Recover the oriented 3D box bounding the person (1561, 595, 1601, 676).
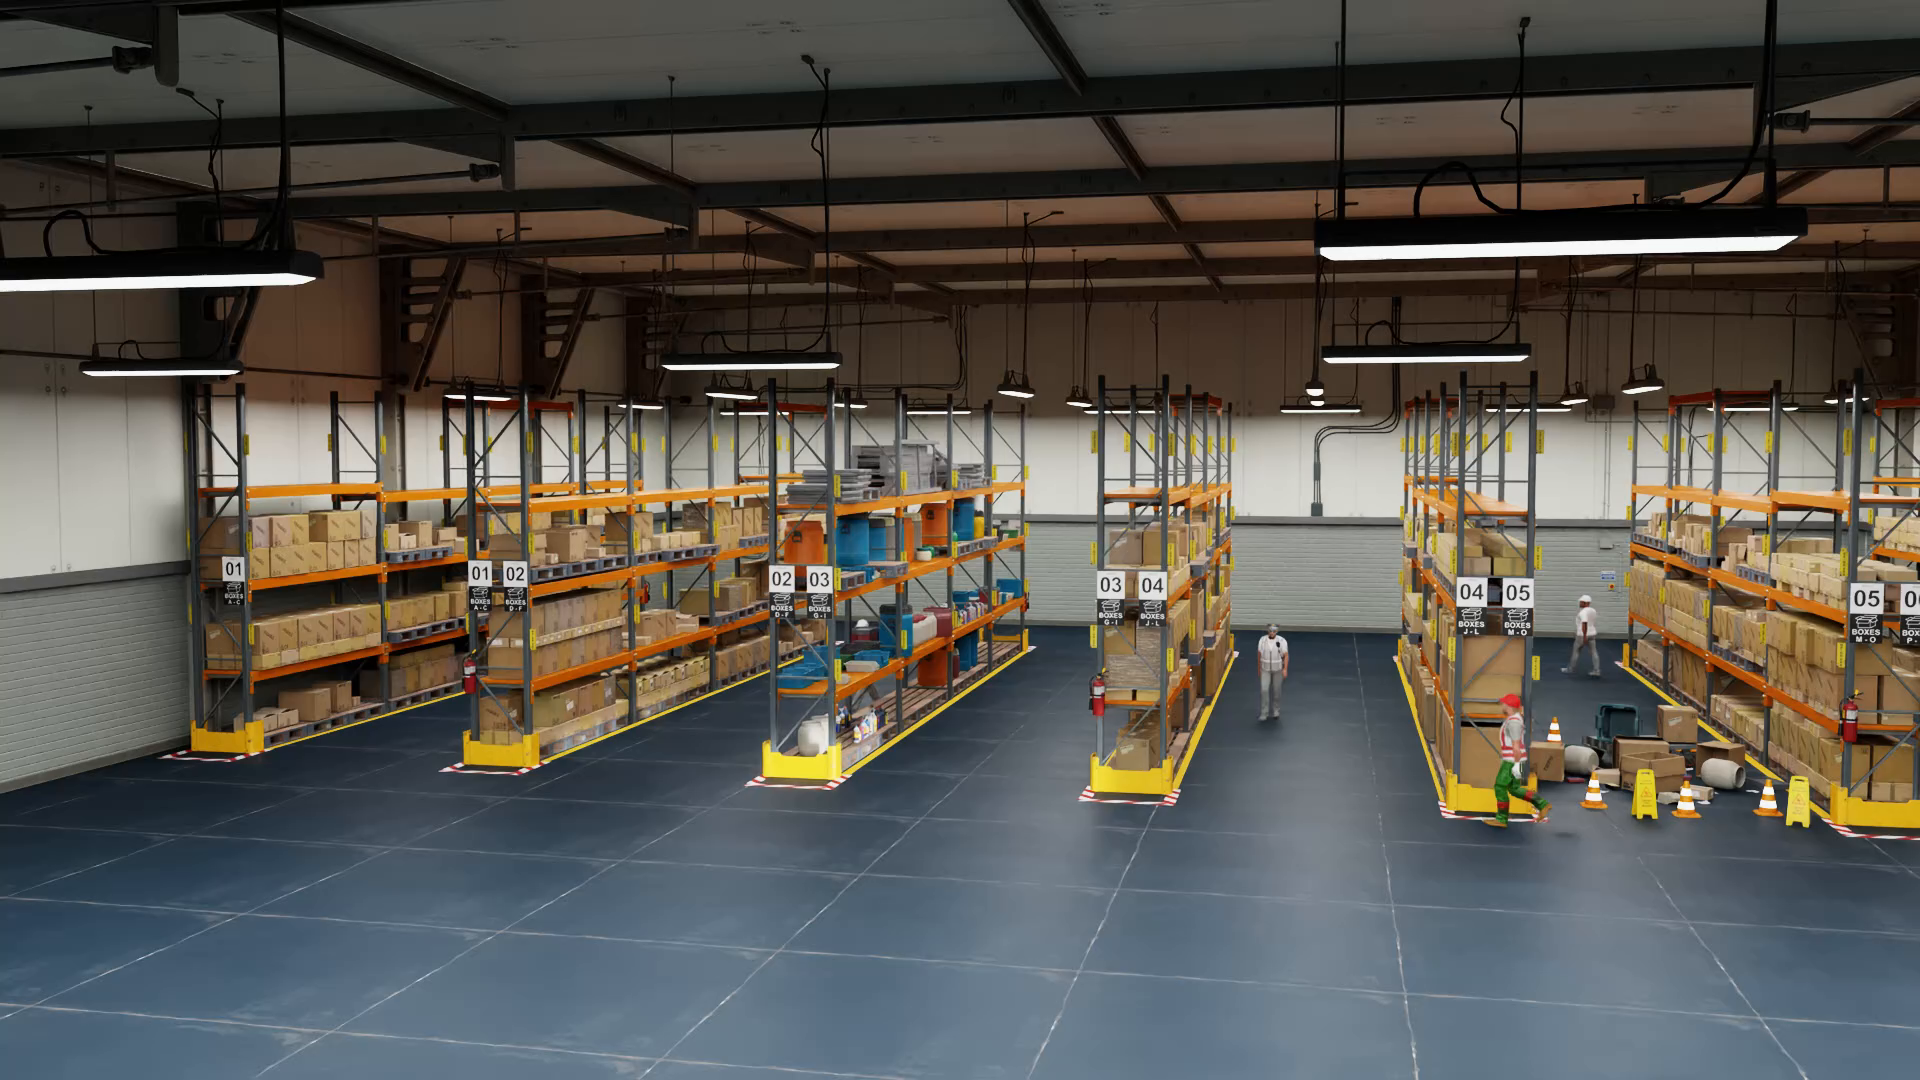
[{"bbox_3d":[13.559,2.051,36.098,0.520,1.705,0.973,-1,4,-21],"label":"person"}]

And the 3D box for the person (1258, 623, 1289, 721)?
[{"bbox_3d":[5.719,2.395,30.415,0.572,1.777,0.617,1,3,16],"label":"person"}]

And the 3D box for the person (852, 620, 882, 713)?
[{"bbox_3d":[-1.845,2.346,31.119,1.062,1.708,0.560,-2,4,-35],"label":"person"}]

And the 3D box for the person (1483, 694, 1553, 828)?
[{"bbox_3d":[7.283,2.880,21.661,0.859,1.759,0.608,1,3,18],"label":"person"}]
